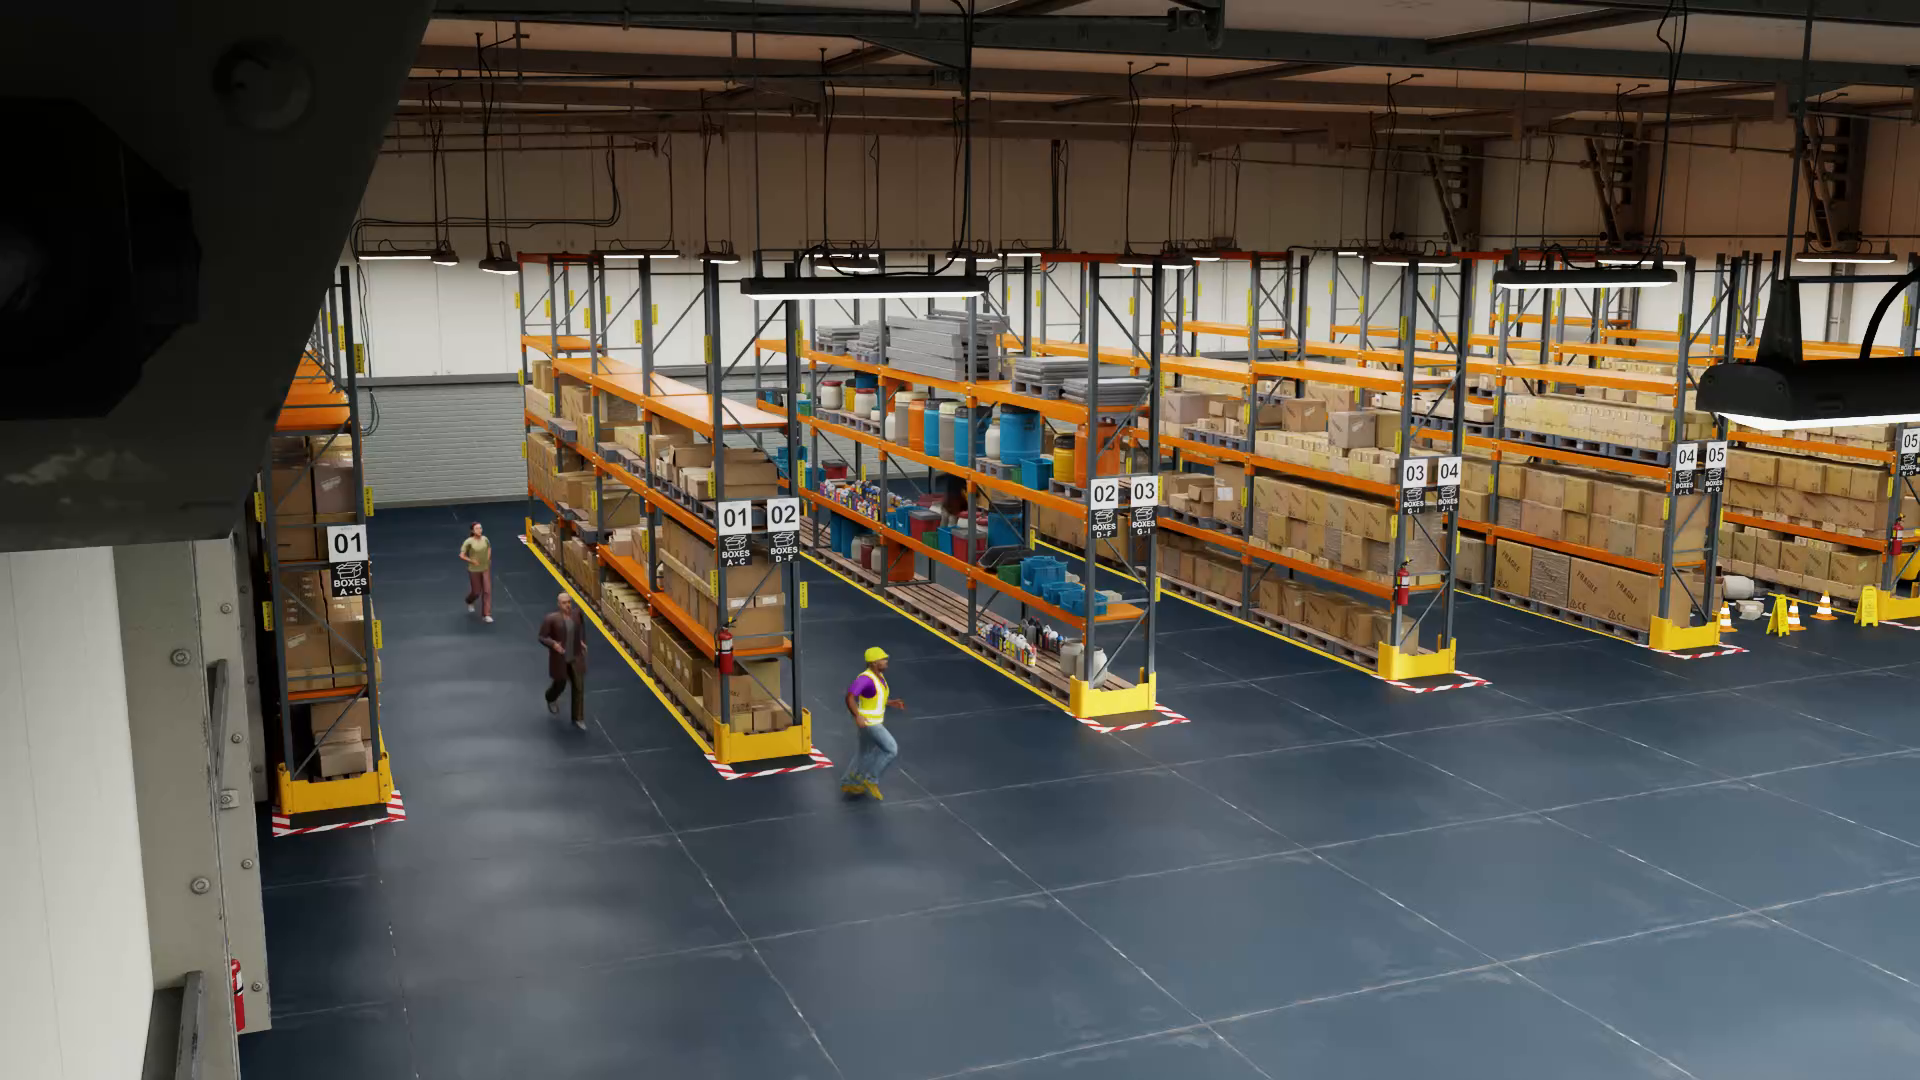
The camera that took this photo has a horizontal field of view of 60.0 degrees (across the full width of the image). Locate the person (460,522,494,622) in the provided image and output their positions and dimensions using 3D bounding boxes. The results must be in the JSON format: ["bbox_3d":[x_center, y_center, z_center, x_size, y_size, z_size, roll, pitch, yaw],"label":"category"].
[{"bbox_3d":[-7.986,0.504,27.585,0.590,1.644,0.880,-8,13,-39],"label":"person"}]

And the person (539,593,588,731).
[{"bbox_3d":[-5.161,1.537,21.683,0.690,1.771,1.042,-7,12,-32],"label":"person"}]

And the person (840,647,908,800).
[{"bbox_3d":[-0.995,2.072,18.910,0.783,1.747,0.643,1,10,4],"label":"person"}]

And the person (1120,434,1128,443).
[{"bbox_3d":[3.758,-1.830,40.072,0.689,1.720,0.661,4,11,19],"label":"person"}]
